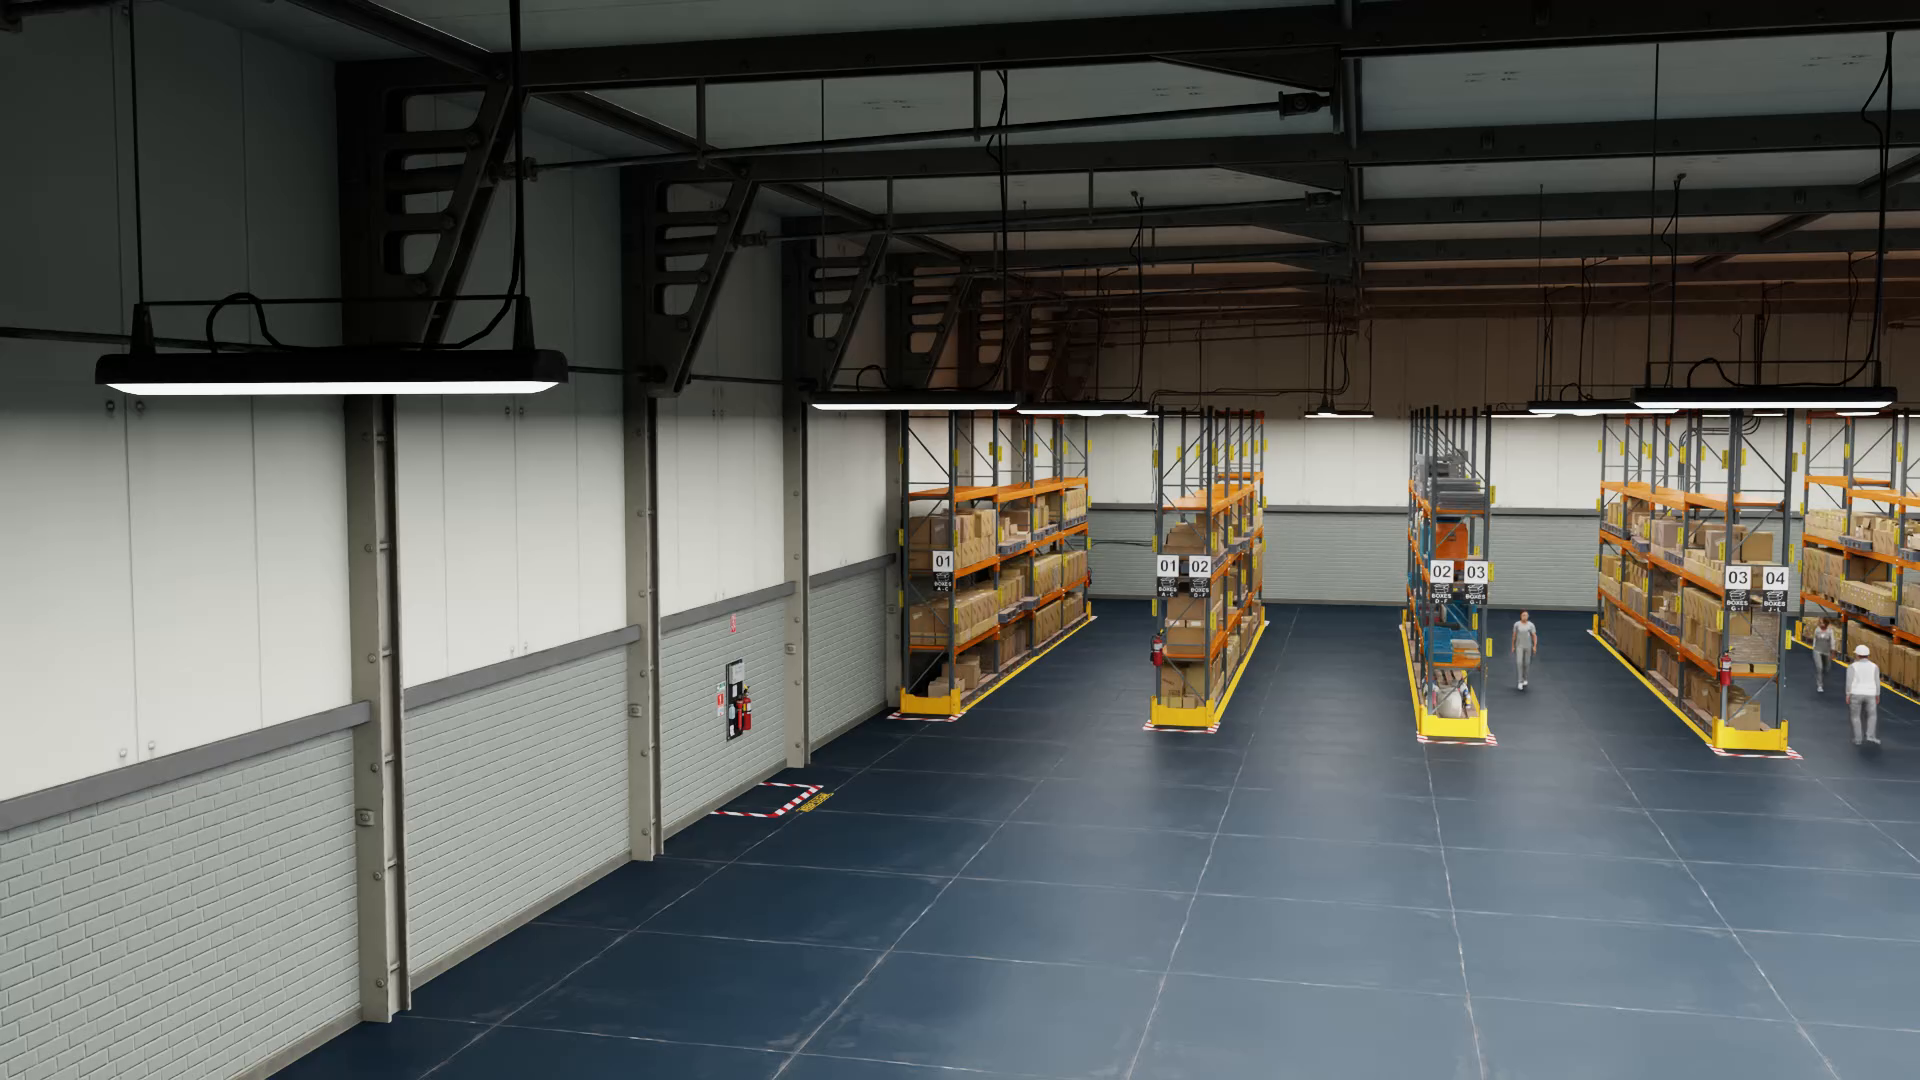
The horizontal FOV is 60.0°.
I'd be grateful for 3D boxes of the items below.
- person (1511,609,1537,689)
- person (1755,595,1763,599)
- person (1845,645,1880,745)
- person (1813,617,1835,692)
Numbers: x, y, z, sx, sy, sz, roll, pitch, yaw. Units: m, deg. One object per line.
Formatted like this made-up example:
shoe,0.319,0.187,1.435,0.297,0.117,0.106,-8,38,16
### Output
person,12.123,2.320,35.701,0.494,1.662,0.735,1,4,7
person,19.896,1.926,41.304,0.714,1.680,0.712,2,4,24
person,15.935,2.739,29.348,0.566,1.772,0.537,1,4,16
person,18.297,2.397,35.280,0.415,1.563,0.768,1,4,11
